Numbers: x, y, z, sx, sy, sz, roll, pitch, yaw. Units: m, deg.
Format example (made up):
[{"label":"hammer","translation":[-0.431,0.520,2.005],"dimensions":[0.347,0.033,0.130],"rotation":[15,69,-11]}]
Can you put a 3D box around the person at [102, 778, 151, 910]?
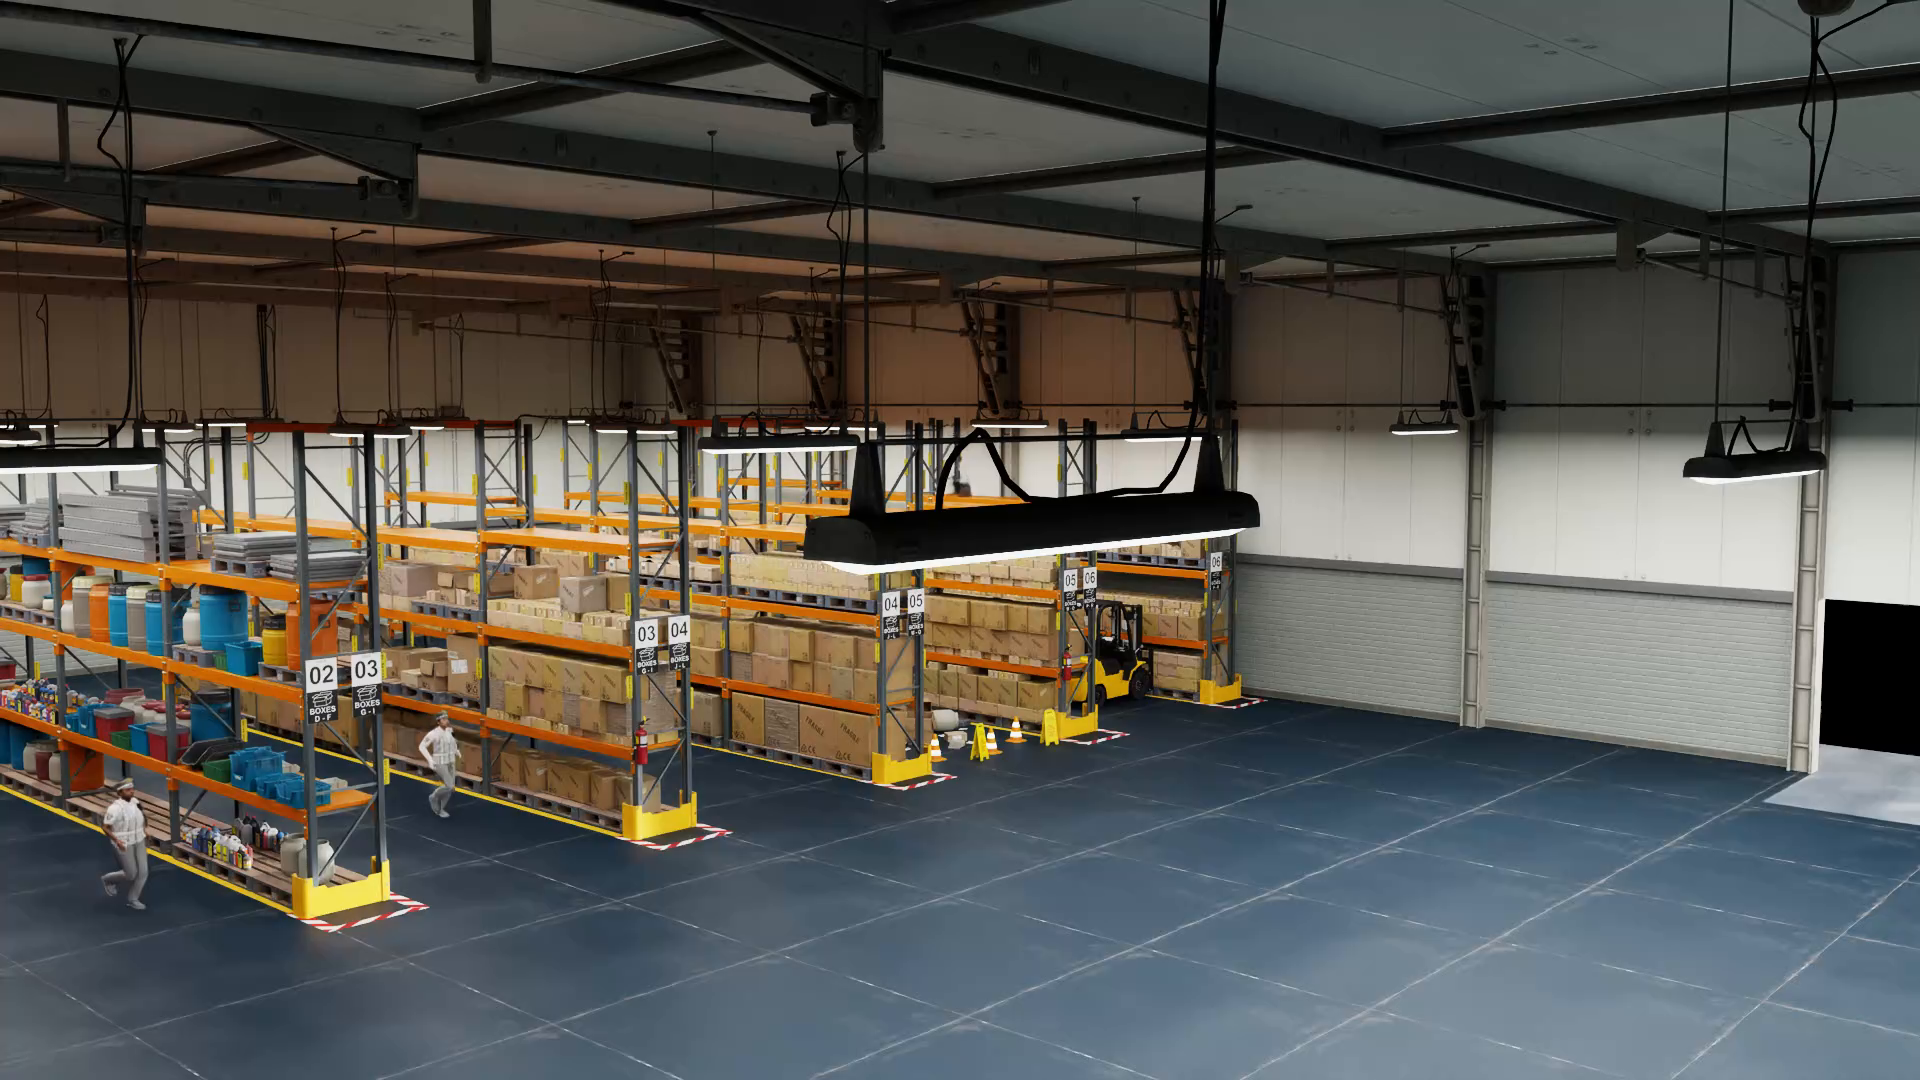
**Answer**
[{"label":"person","translation":[-10.499,3.804,20.921],"dimensions":[0.578,1.665,0.582],"rotation":[2,5,22]}]

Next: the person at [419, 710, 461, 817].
[{"label":"person","translation":[-7.865,3.425,25.441],"dimensions":[0.541,1.659,0.603],"rotation":[3,5,31]}]
